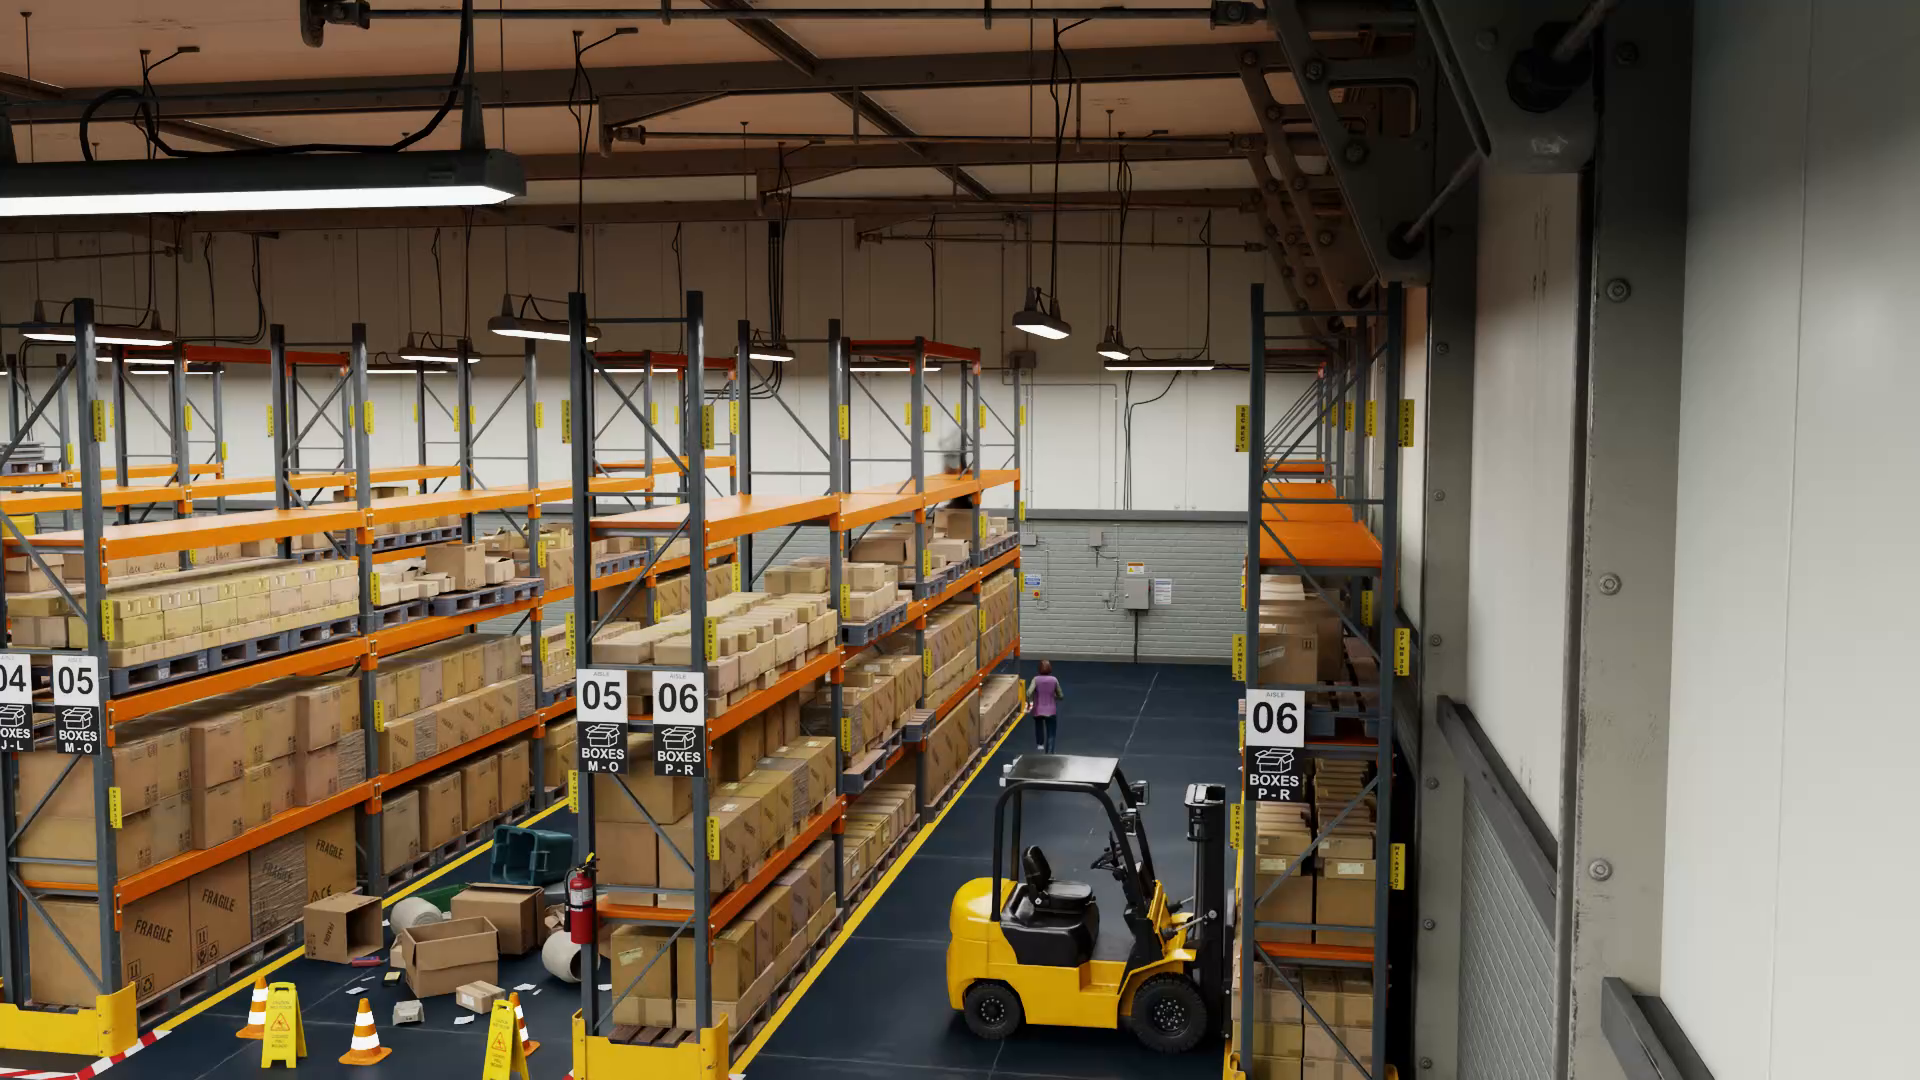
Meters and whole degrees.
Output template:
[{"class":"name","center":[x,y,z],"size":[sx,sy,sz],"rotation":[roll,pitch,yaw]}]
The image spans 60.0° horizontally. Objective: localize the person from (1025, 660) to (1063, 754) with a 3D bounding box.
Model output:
[{"class":"person","center":[1.184,2.441,23.358],"size":[0.539,1.528,0.895],"rotation":[0,5,2]}]
